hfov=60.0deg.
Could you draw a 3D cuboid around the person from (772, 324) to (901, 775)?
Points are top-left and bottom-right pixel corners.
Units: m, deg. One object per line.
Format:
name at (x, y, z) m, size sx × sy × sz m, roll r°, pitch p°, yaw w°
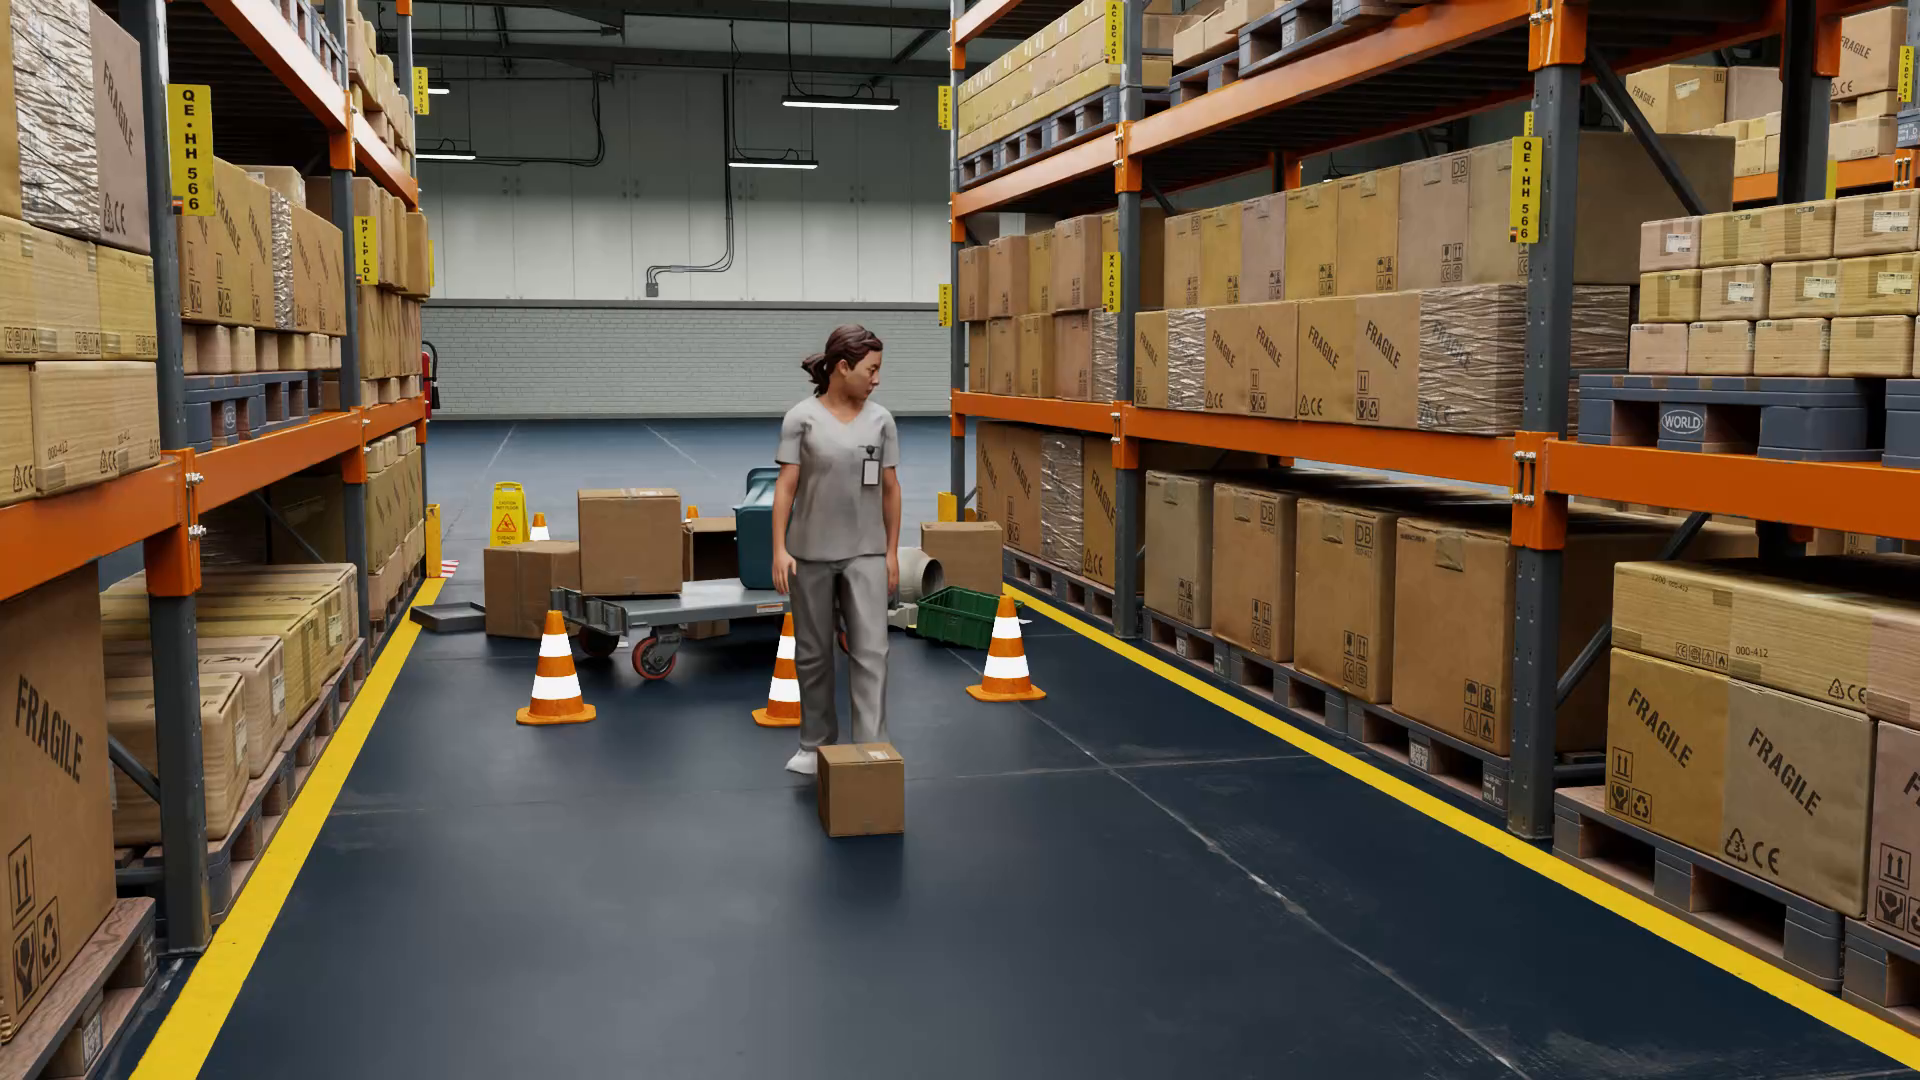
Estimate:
person at (-0.432, 0.069, 5.894) m, size 0.474 × 1.661 × 0.762 m, roll -1°, pitch 6°, yaw -8°
